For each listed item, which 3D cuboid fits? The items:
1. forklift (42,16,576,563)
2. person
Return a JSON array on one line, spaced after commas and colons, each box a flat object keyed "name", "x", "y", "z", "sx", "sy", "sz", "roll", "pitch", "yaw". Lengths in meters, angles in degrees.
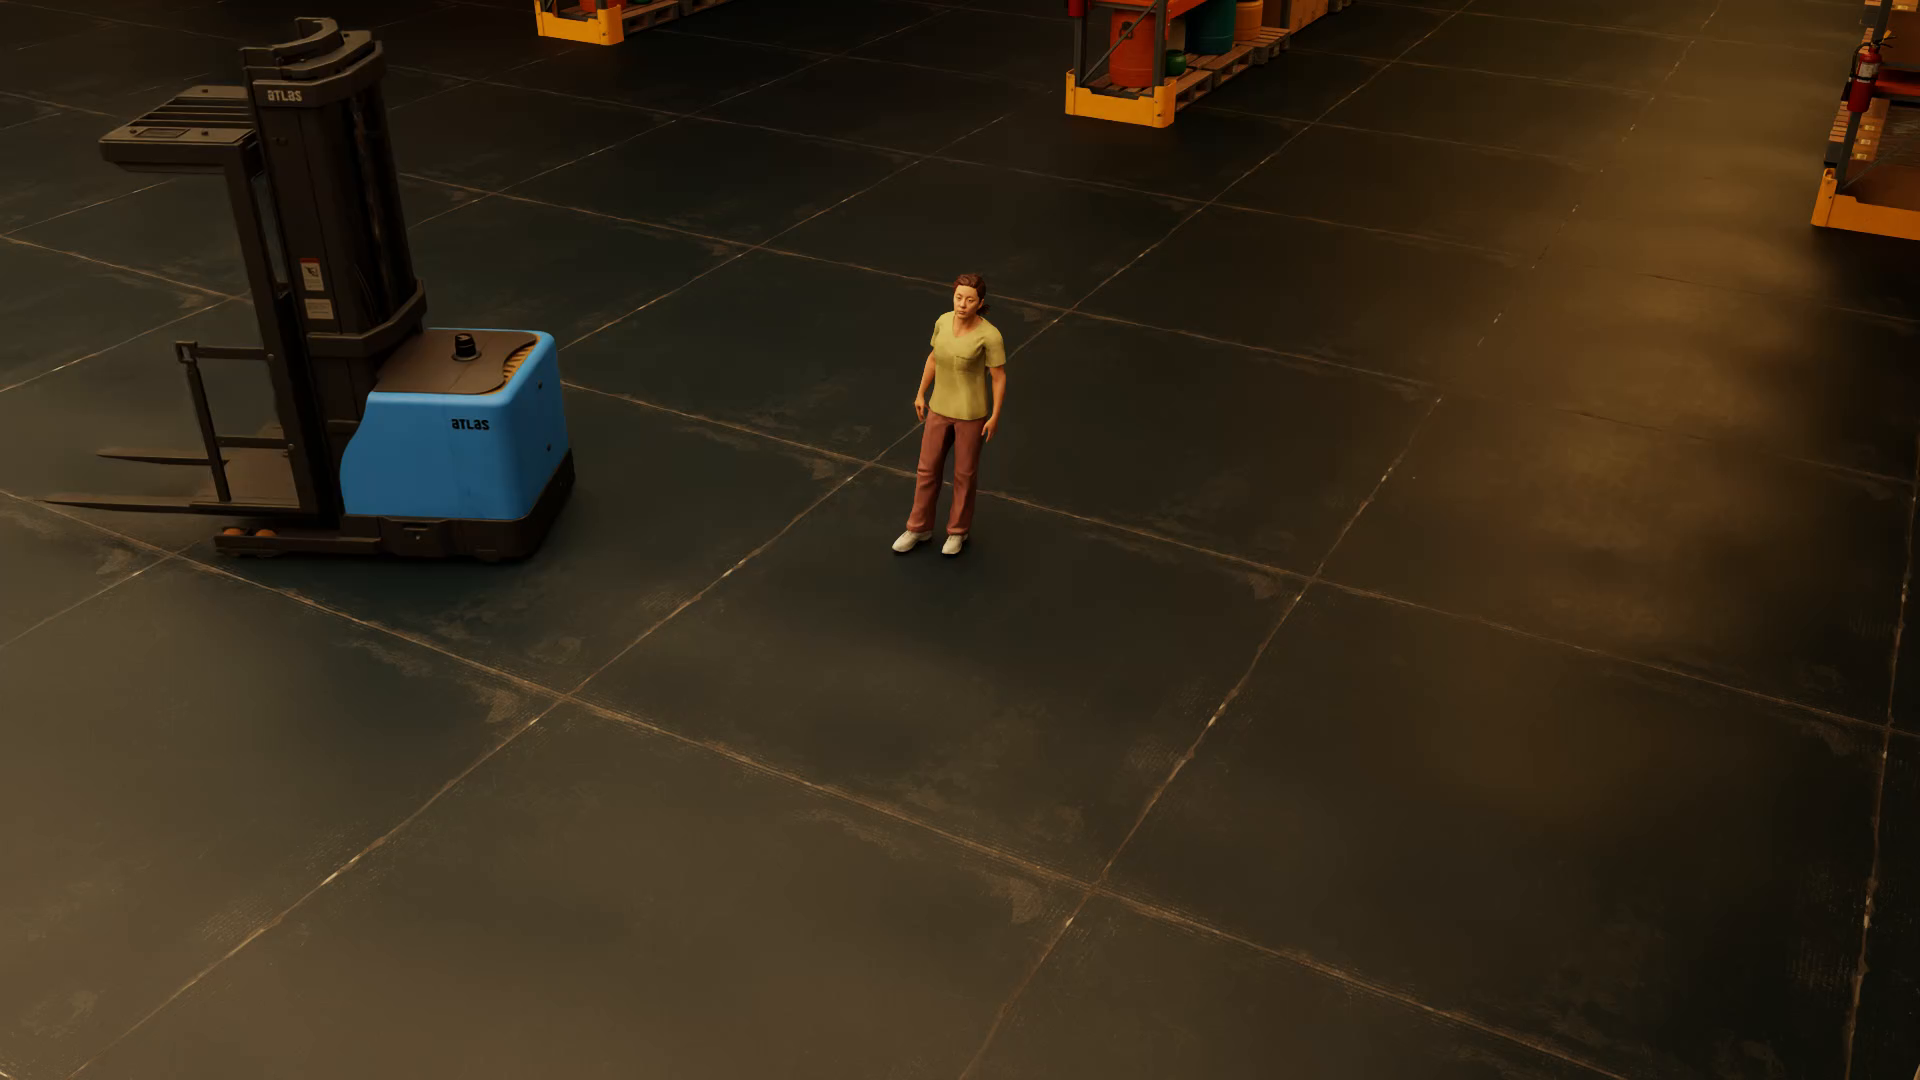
[{"name": "forklift", "x": -3.972, "y": -1.423, "z": 9.535, "sx": 3.031, "sy": 2.935, "sz": 1.130, "roll": 2, "pitch": 30, "yaw": 4}, {"name": "person", "x": -0.046, "y": -0.703, "z": 9.530, "sx": 0.553, "sy": 1.675, "sz": 0.549, "roll": 15, "pitch": 33, "yaw": 25}]
